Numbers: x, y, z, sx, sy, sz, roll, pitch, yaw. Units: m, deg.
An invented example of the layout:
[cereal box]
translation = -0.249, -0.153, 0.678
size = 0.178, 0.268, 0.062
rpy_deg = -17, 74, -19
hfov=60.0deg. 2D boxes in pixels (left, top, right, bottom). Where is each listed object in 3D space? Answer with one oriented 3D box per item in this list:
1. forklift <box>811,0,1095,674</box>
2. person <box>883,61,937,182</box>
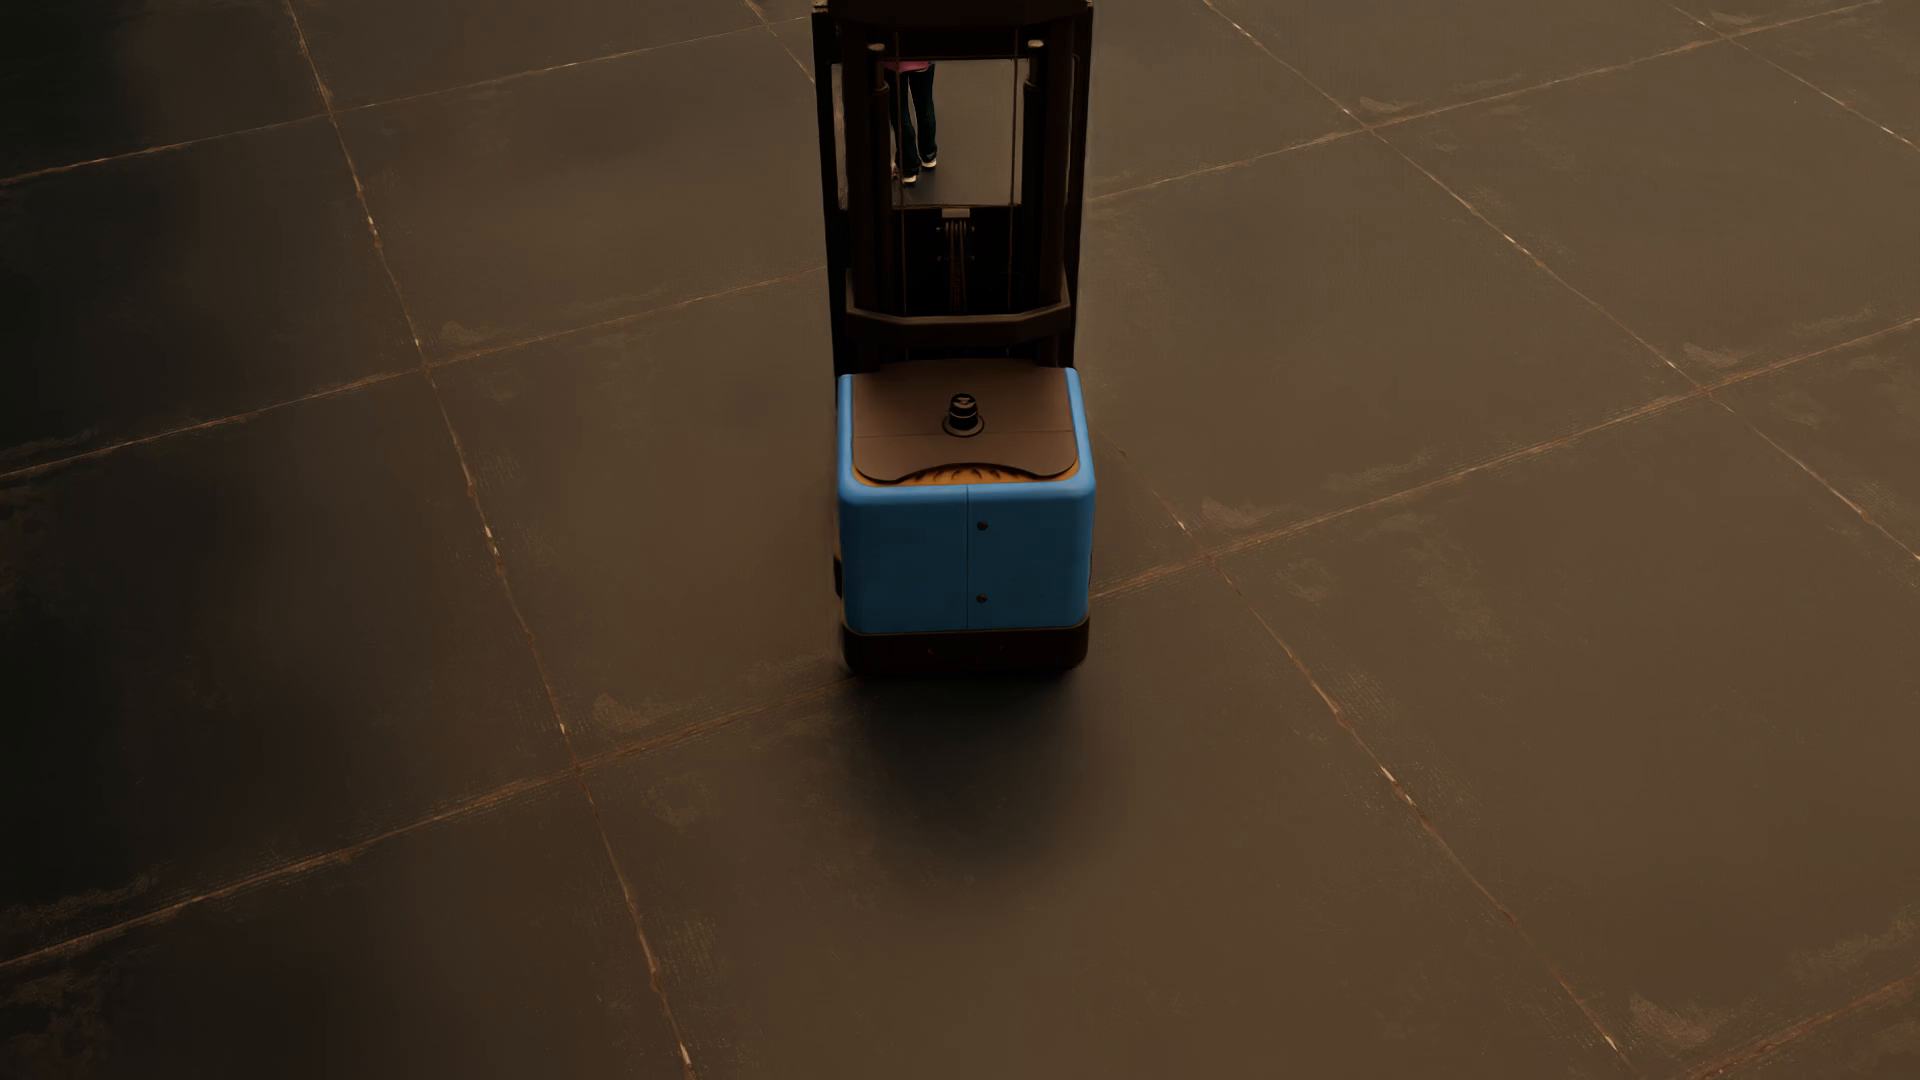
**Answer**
[forklift]
translation = -0.043, -1.490, 7.277
size = 1.130, 2.935, 3.031
rpy_deg = -2, 43, -2
[person]
translation = -0.340, -2.835, 9.686
size = 0.520, 1.596, 0.475
rpy_deg = -19, 46, -20
